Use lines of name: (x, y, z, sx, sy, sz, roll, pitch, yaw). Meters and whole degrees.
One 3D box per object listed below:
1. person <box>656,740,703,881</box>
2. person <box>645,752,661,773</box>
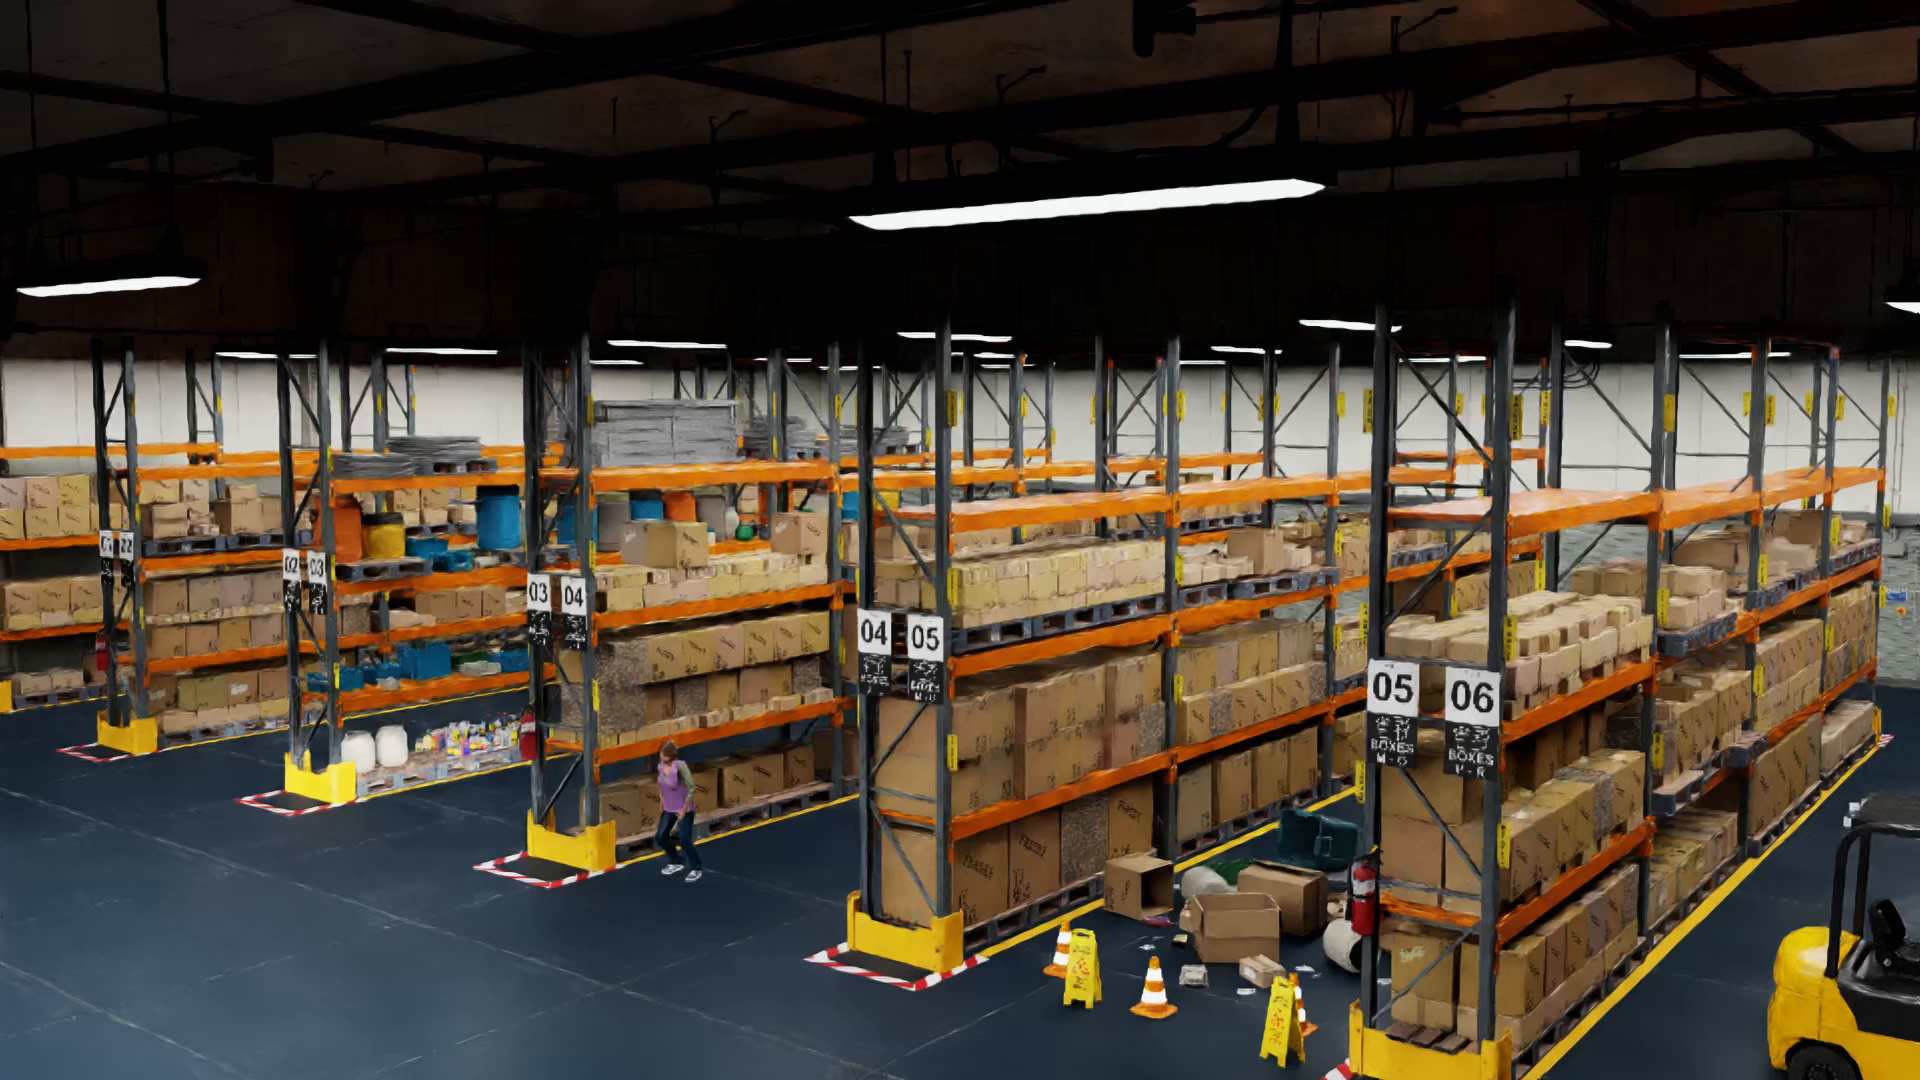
person: (-3.003, 2.865, 17.696, 0.566, 1.541, 0.519, 3, 6, 35)
person: (-3.925, 2.391, 21.843, 0.448, 1.730, 0.586, 1, 5, 6)
